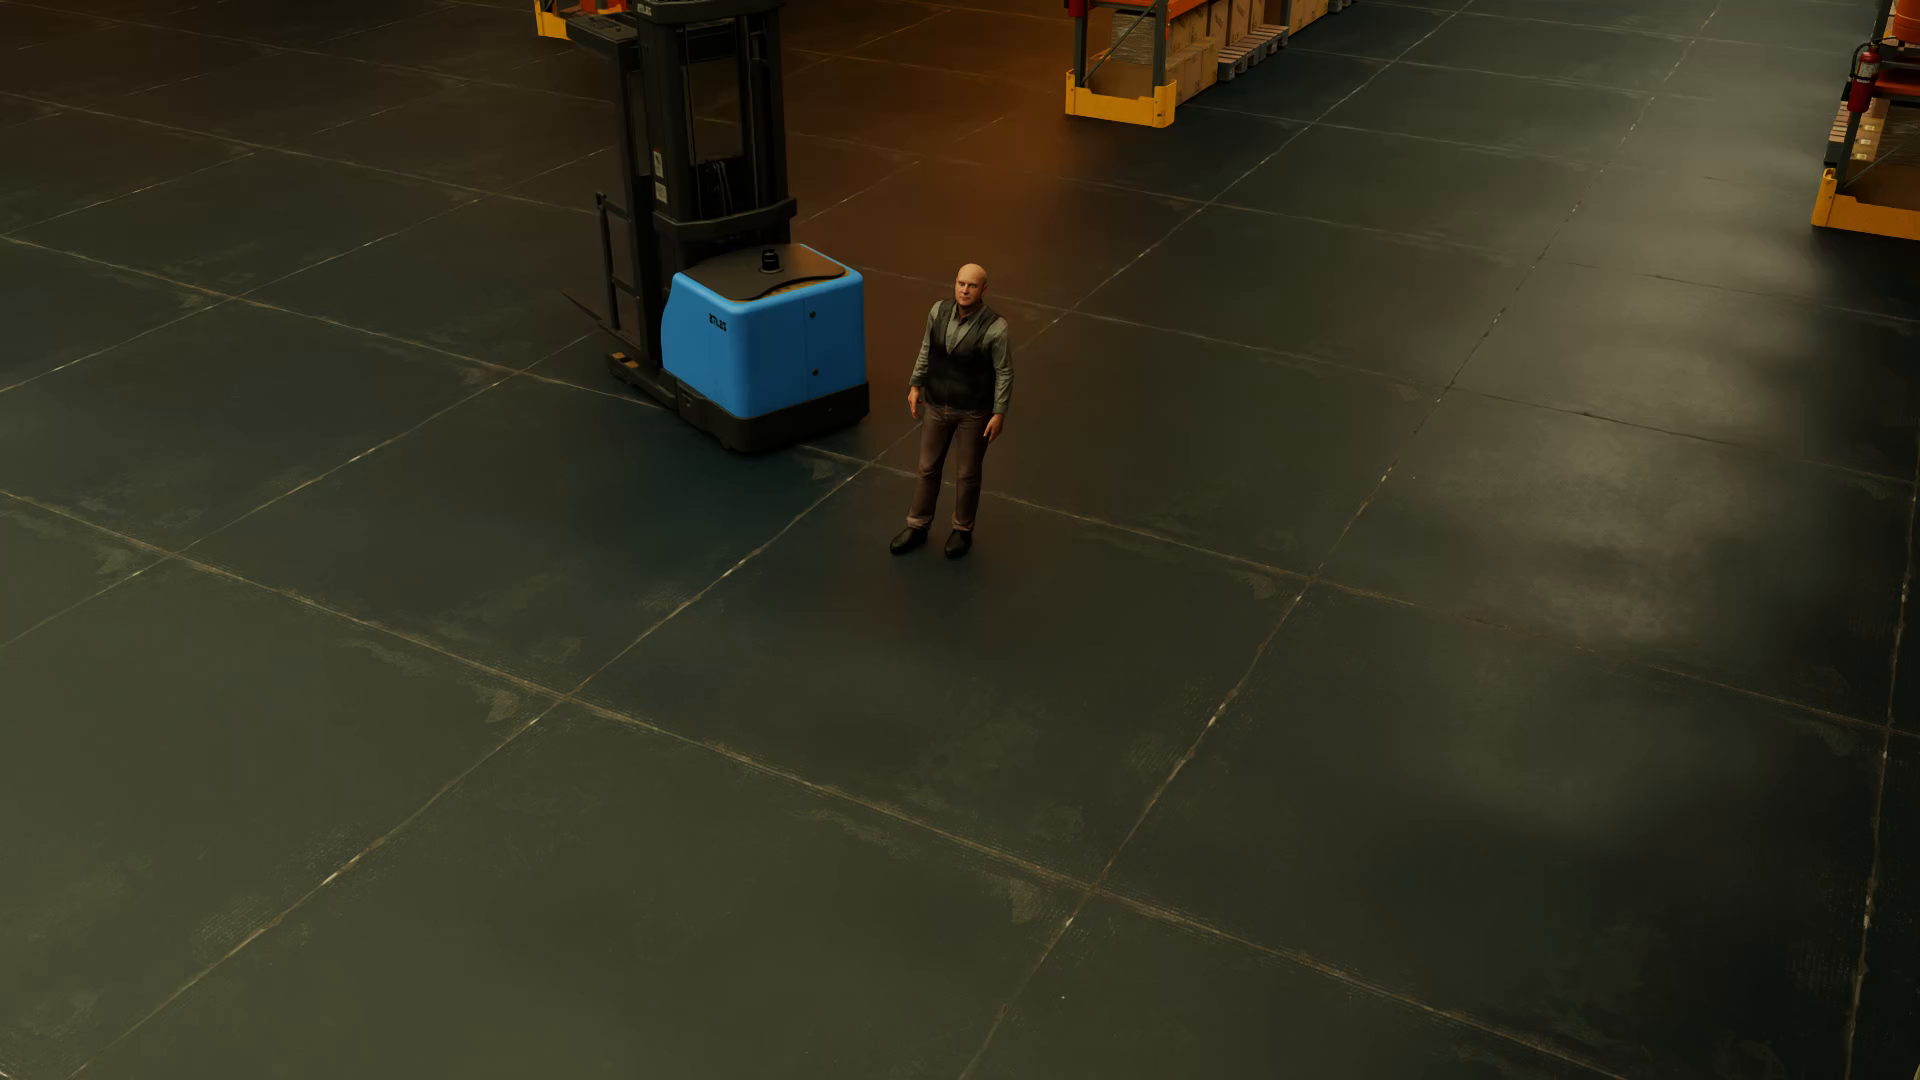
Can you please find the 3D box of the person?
[{"bbox_3d":[-0.037,-0.726,9.524,0.633,1.722,0.566,15,33,25],"label":"person"}]

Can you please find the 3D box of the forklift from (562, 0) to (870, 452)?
[{"bbox_3d":[-1.910,-2.519,11.436,1.130,2.935,3.031,-21,36,-32],"label":"forklift"}]
